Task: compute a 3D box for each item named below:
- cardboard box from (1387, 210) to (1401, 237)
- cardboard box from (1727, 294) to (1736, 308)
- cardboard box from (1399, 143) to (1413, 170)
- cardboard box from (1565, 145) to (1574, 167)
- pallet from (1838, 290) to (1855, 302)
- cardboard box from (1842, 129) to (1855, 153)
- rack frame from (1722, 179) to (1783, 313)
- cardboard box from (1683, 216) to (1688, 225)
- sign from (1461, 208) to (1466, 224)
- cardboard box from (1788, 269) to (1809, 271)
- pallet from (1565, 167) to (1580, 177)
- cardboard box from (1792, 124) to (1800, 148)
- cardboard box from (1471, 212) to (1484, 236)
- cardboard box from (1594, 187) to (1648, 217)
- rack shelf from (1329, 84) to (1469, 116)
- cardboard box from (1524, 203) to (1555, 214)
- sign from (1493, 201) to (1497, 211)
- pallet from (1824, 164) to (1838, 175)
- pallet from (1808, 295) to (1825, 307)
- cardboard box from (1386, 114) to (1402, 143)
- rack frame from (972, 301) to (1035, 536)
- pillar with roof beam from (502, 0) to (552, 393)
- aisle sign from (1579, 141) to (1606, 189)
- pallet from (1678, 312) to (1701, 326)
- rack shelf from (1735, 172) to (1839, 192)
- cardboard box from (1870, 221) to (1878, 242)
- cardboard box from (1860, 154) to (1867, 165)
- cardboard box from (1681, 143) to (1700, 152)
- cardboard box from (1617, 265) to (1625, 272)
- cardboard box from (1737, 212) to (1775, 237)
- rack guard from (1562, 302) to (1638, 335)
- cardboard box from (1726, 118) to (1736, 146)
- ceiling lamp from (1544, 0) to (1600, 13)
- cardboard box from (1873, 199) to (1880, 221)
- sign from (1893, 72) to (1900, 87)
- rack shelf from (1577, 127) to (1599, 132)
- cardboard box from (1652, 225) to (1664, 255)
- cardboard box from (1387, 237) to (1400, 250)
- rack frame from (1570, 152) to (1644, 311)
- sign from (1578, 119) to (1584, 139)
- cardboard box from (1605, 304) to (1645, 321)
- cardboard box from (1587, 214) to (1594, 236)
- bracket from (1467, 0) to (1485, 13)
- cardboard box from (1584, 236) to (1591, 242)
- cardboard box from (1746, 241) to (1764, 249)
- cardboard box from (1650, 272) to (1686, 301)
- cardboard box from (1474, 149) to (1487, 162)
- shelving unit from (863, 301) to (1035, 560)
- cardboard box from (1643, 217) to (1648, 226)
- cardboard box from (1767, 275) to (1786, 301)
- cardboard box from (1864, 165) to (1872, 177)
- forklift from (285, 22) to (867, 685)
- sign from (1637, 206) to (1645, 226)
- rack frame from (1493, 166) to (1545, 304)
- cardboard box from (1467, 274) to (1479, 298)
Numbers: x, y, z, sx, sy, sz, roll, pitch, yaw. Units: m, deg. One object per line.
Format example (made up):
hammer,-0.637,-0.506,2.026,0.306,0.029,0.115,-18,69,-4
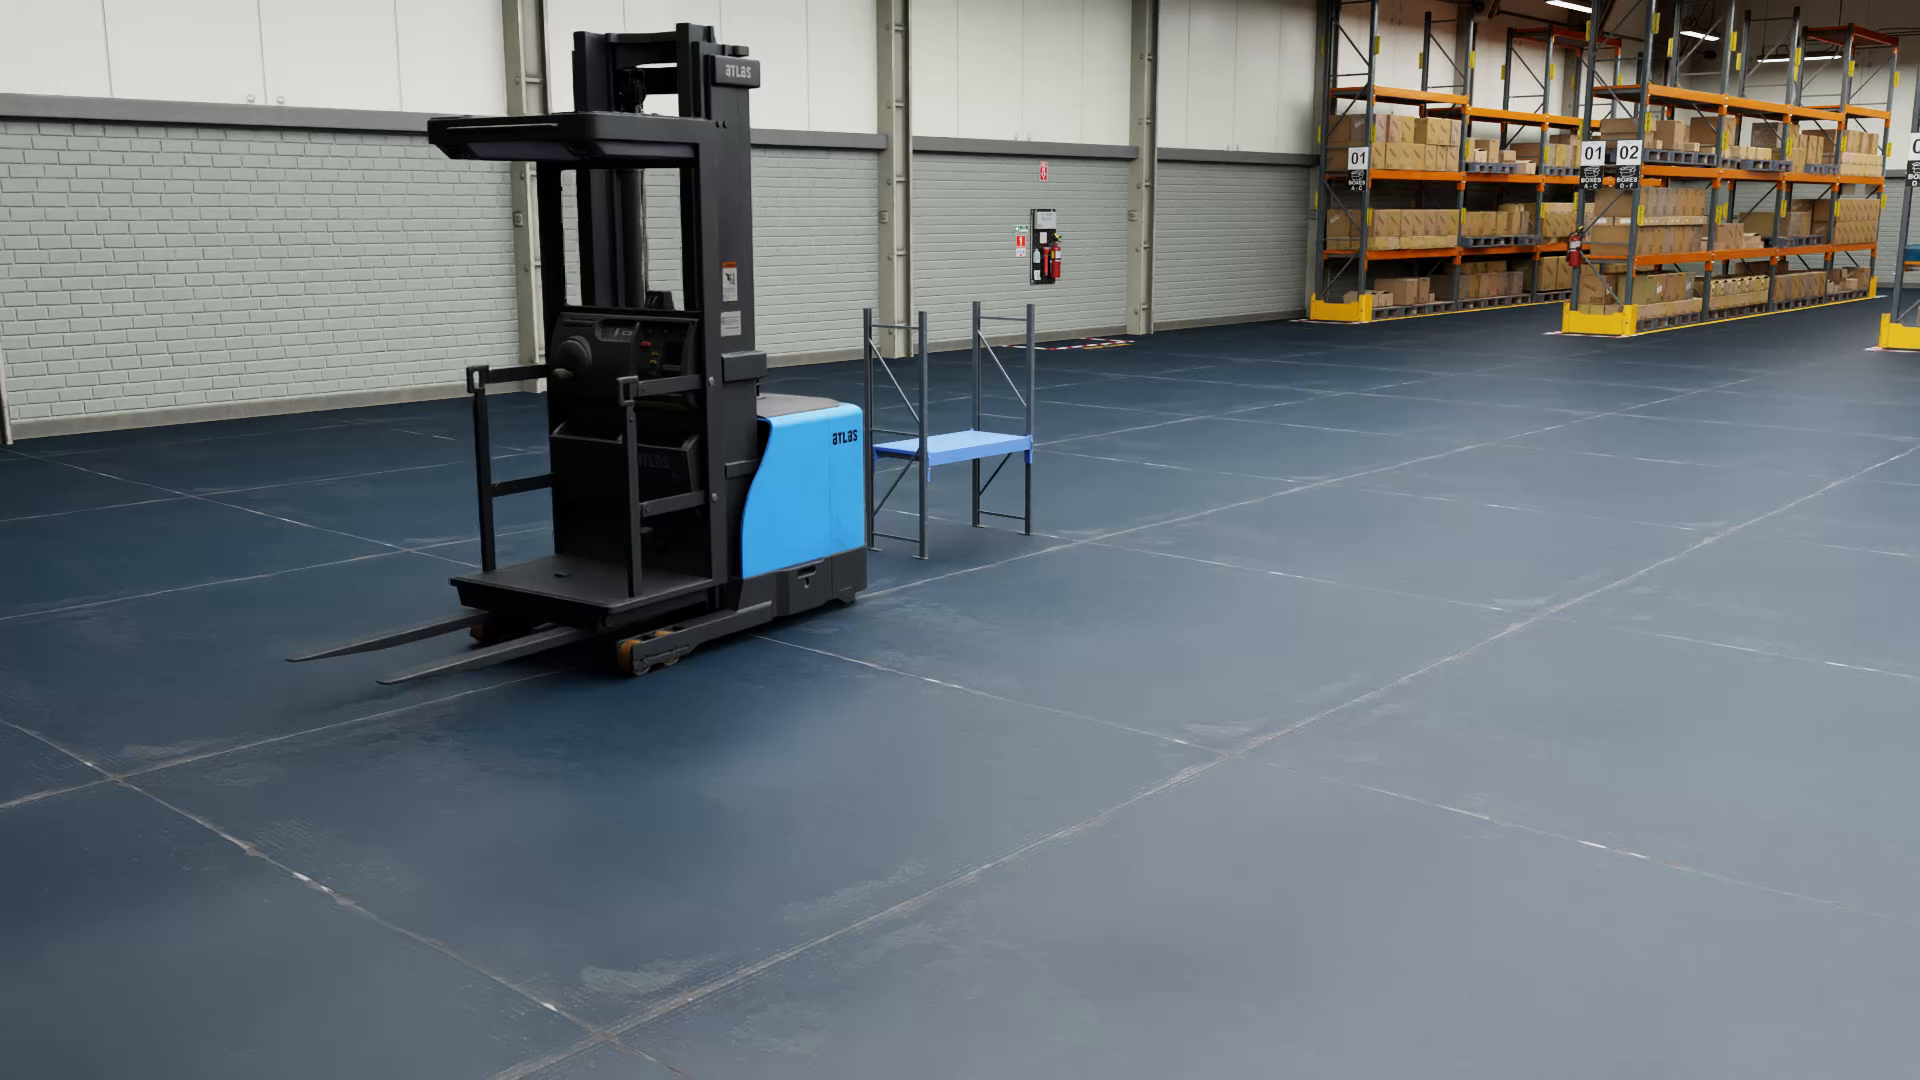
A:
cardboard box,8.072,-6.058,31.800,0.500,0.500,0.500,10,15,41
cardboard box,14.692,-4.636,32.213,0.500,0.250,0.500,9,15,39
cardboard box,8.327,-7.349,31.883,0.500,0.500,0.500,11,16,43
cardboard box,13.758,-8.881,38.482,0.700,0.500,0.500,10,15,40
pallet,20.102,-5.690,38.663,1.003,0.211,1.213,10,15,40
cardboard box,19.571,-8.919,37.240,0.700,0.500,0.500,10,15,40
rack frame,16.202,-6.188,34.035,1.000,3.000,0.127,10,15,40
cardboard box,12.870,-5.750,29.928,0.380,0.149,0.250,10,15,40
sign,10.251,-6.595,33.862,0.100,0.325,0.005,10,15,40
cardboard box,19.005,-5.887,37.787,0.500,0.500,0.500,10,15,40
pallet,13.600,-8.473,38.298,1.003,0.211,1.213,11,16,43
cardboard box,17.168,-8.412,34.702,0.500,0.500,0.500,10,15,40
cardboard box,10.574,-6.656,35.000,0.500,0.500,0.700,-10,15,-42
cardboard box,11.274,-5.771,28.380,0.700,0.500,0.500,10,15,41
rack shelf,8.518,-8.533,32.303,1.077,0.370,4.000,10,15,40
cardboard box,12.991,-7.438,37.314,0.500,0.250,0.500,10,15,42
sign,12.059,-7.467,37.483,0.100,0.325,0.005,10,15,40
pallet,18.359,-8.069,36.271,1.213,0.211,1.003,10,15,40
pallet,18.334,-5.285,36.631,1.003,0.211,1.213,10,15,40
cardboard box,8.003,-7.764,31.406,0.500,0.500,0.500,10,15,40
rack frame,0.279,-0.798,10.876,0.500,1.500,0.032,10,15,40
pillar with roof beam,-1.638,-5.603,15.788,9.100,9.000,0.400,10,15,40
aisle sign,10.657,-6.314,28.029,0.394,0.787,0.004,10,15,40
pallet,13.005,-4.121,30.803,1.003,0.211,1.213,10,15,40
rack shelf,17.522,-7.601,35.285,1.077,0.370,4.000,10,15,40
cardboard box,21.392,-7.313,39.412,0.500,0.500,0.500,10,15,42
cardboard box,20.347,-8.678,37.950,0.500,0.250,0.500,10,15,40
cardboard box,12.971,-7.009,29.699,0.380,0.149,0.250,10,15,40
cardboard box,16.024,-6.567,41.242,0.700,0.500,0.500,10,15,40
cardboard box,16.533,-6.550,34.521,0.700,0.500,0.500,4,12,21
rack guard,10.905,-3.782,28.369,1.175,0.500,0.348,10,15,40
cardboard box,14.357,-7.743,31.558,0.500,0.500,0.500,-10,15,-42
ceiling lamp,11.857,-11.661,31.218,0.800,3.185,2.000,10,15,40
cardboard box,21.396,-7.804,39.315,0.500,0.500,0.500,10,15,40
sign,21.886,-10.768,38.859,0.100,0.325,0.005,10,15,40
rack shelf,16.439,-10.104,41.181,1.077,0.370,4.000,10,15,40
cardboard box,11.914,-5.277,29.220,0.700,0.500,0.500,10,15,41
cardboard box,8.090,-5.696,31.905,0.500,0.250,0.500,9,15,39
rack frame,10.921,-5.011,28.142,1.000,3.000,0.127,10,15,40
sign,10.523,-6.950,28.131,0.100,0.325,0.005,10,15,40
cardboard box,11.442,-3.919,28.622,0.500,0.250,0.500,10,15,40
cardboard box,14.674,-7.444,39.259,0.500,0.500,0.500,10,15,41
bracket,10.963,-11.349,35.366,0.235,0.232,0.430,10,15,40
cardboard box,14.624,-7.098,39.180,0.380,0.149,0.250,10,15,40
cardboard box,15.816,-5.897,33.219,0.380,0.149,0.250,10,15,40
cardboard box,12.754,-4.582,30.029,0.500,0.500,0.500,10,15,40
cardboard box,10.666,-8.033,34.771,0.500,0.311,0.500,10,15,42
shelving unit,-0.056,-0.723,10.501,0.538,1.500,1.048,10,15,40
cardboard box,11.514,-5.447,28.415,0.380,0.149,0.250,9,15,39
cardboard box,16.717,-5.208,34.387,0.500,0.500,0.500,11,15,43
cardboard box,20.683,-8.506,38.362,0.500,0.250,0.500,10,15,40
forklift,-1.743,-0.924,7.854,1.130,2.935,3.031,8,14,33
sign,11.334,-5.402,27.686,0.100,0.325,0.005,10,15,40
rack frame,12.478,-6.828,37.239,1.000,3.000,0.127,10,15,40
cardboard box,10.615,-5.423,35.461,0.700,0.500,0.500,9,15,39
